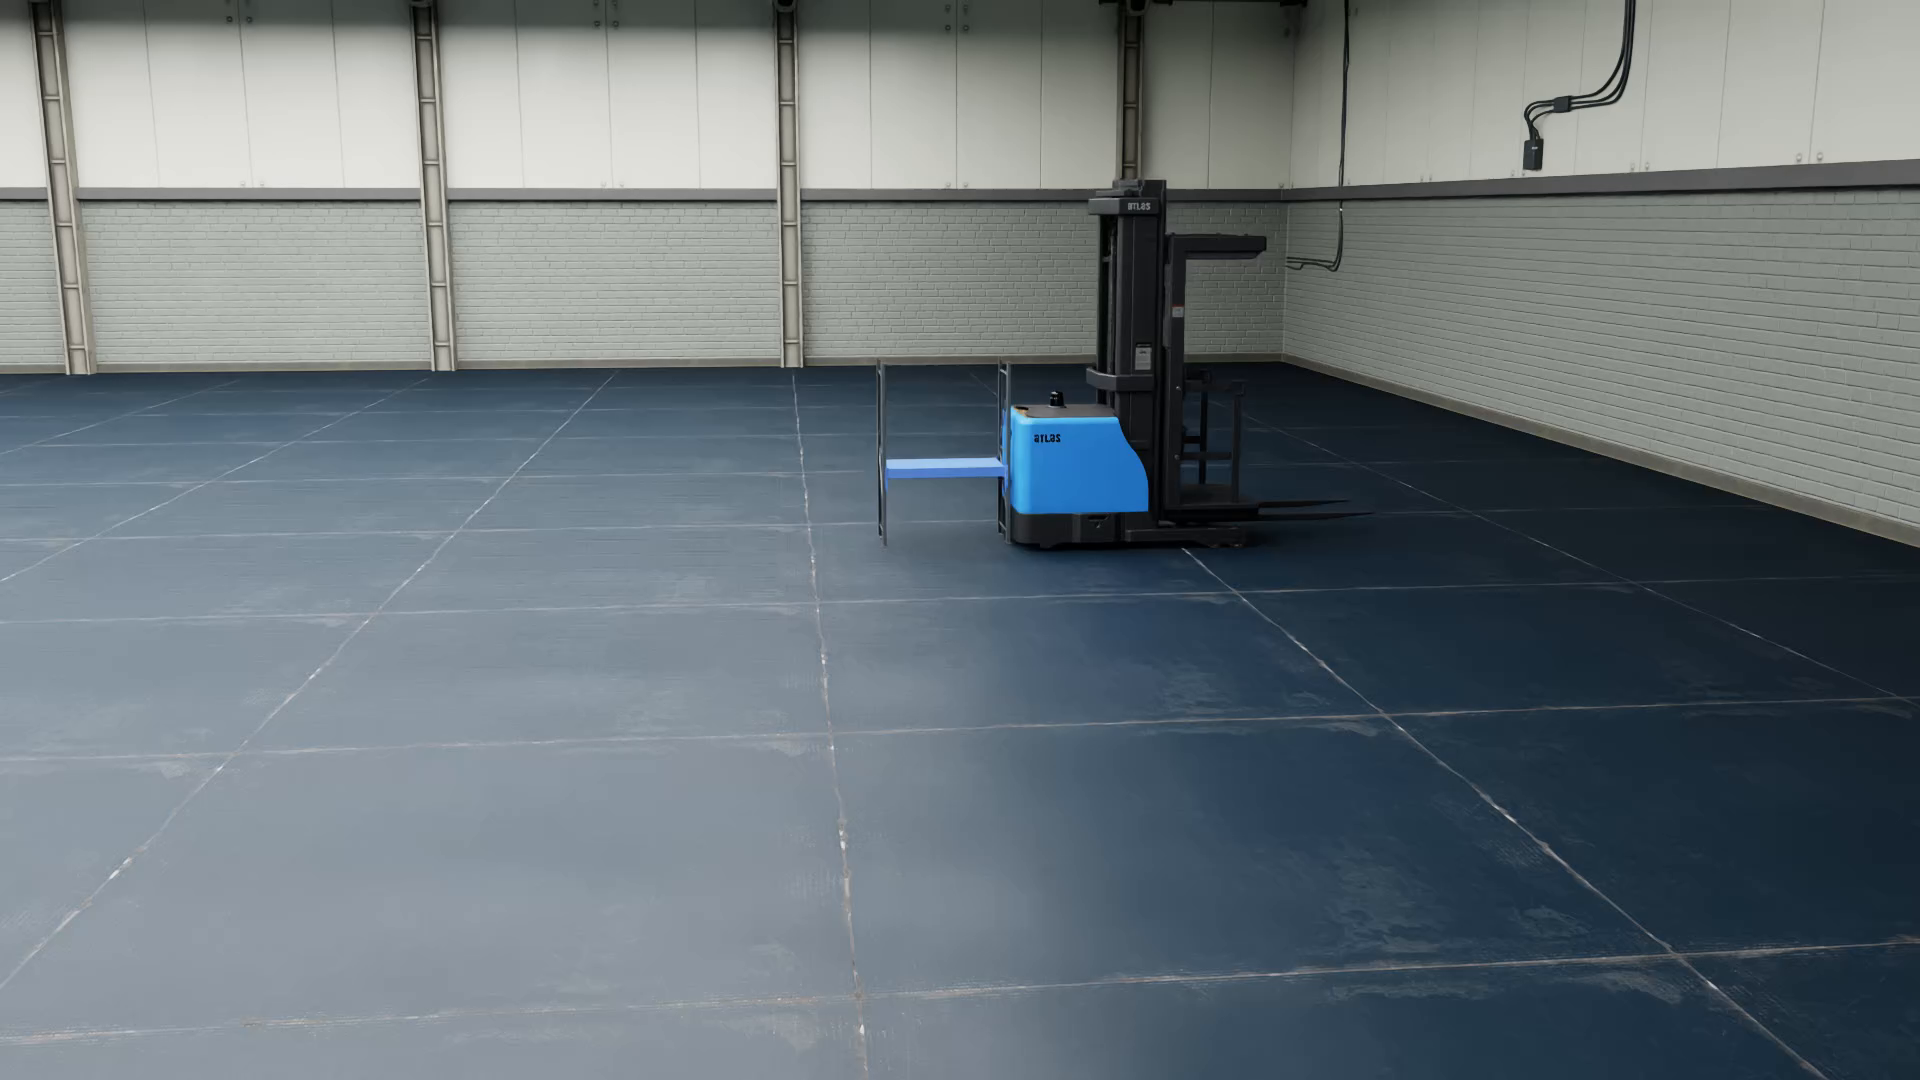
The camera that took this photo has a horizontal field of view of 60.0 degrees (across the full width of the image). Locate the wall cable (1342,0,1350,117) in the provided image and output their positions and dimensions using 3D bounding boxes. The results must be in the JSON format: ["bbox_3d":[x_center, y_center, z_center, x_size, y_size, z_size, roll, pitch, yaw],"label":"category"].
[{"bbox_3d":[6.348,-7.860,25.479,0.112,2.526,3.097,-1,11,-6],"label":"wall cable"}]

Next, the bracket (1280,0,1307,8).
[{"bbox_3d":[5.791,-9.373,28.885,0.430,0.232,0.235,-1,11,-6],"label":"bracket"}]

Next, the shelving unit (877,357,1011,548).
[{"bbox_3d":[-0.139,-0.732,13.703,1.048,1.500,0.538,-1,11,-7],"label":"shelving unit"}]

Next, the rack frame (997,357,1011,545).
[{"bbox_3d":[0.365,-0.744,13.766,0.032,1.500,0.500,-1,11,-7],"label":"rack frame"}]

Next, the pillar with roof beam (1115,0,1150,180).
[{"bbox_3d":[3.449,-6.791,25.084,0.548,9.000,9.100,-1,11,-6],"label":"pillar with roof beam"}]

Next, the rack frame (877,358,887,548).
[{"bbox_3d":[-0.643,-0.720,13.640,0.032,1.500,0.500,-1,11,-7],"label":"rack frame"}]

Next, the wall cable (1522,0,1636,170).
[{"bbox_3d":[7.065,-7.272,18.715,0.169,6.003,2.305,-1,11,-6],"label":"wall cable"}]

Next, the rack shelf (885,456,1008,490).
[{"bbox_3d":[-0.139,-0.555,13.738,1.000,0.185,0.538,-1,11,-7],"label":"rack shelf"}]

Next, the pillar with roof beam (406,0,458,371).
[{"bbox_3d":[-8.481,-6.541,23.812,0.548,9.000,9.100,-1,11,-6],"label":"pillar with roof beam"}]

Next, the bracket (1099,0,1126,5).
[{"bbox_3d":[2.610,-9.306,28.546,0.430,0.232,0.235,-1,11,-6],"label":"bracket"}]

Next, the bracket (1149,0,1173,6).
[{"bbox_3d":[3.435,-9.323,28.634,0.430,0.232,0.235,-1,11,-6],"label":"bracket"}]

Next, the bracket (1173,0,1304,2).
[{"bbox_3d":[5.204,-9.361,28.822,3.189,0.066,0.076,-1,11,-6],"label":"bracket"}]

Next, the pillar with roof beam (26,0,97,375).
[{"bbox_3d":[-14.446,-6.416,23.177,0.548,9.000,9.100,-1,11,-6],"label":"pillar with roof beam"}]

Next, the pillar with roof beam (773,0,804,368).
[{"bbox_3d":[-2.516,-6.666,24.448,0.548,9.000,9.100,-1,11,-6],"label":"pillar with roof beam"}]

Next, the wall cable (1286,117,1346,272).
[{"bbox_3d":[6.056,-5.901,28.605,0.112,2.526,3.097,-1,11,-6],"label":"wall cable"}]

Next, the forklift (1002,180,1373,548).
[{"bbox_3d":[1.906,-1.473,13.762,3.031,2.935,1.130,-1,11,-7],"label":"forklift"}]
